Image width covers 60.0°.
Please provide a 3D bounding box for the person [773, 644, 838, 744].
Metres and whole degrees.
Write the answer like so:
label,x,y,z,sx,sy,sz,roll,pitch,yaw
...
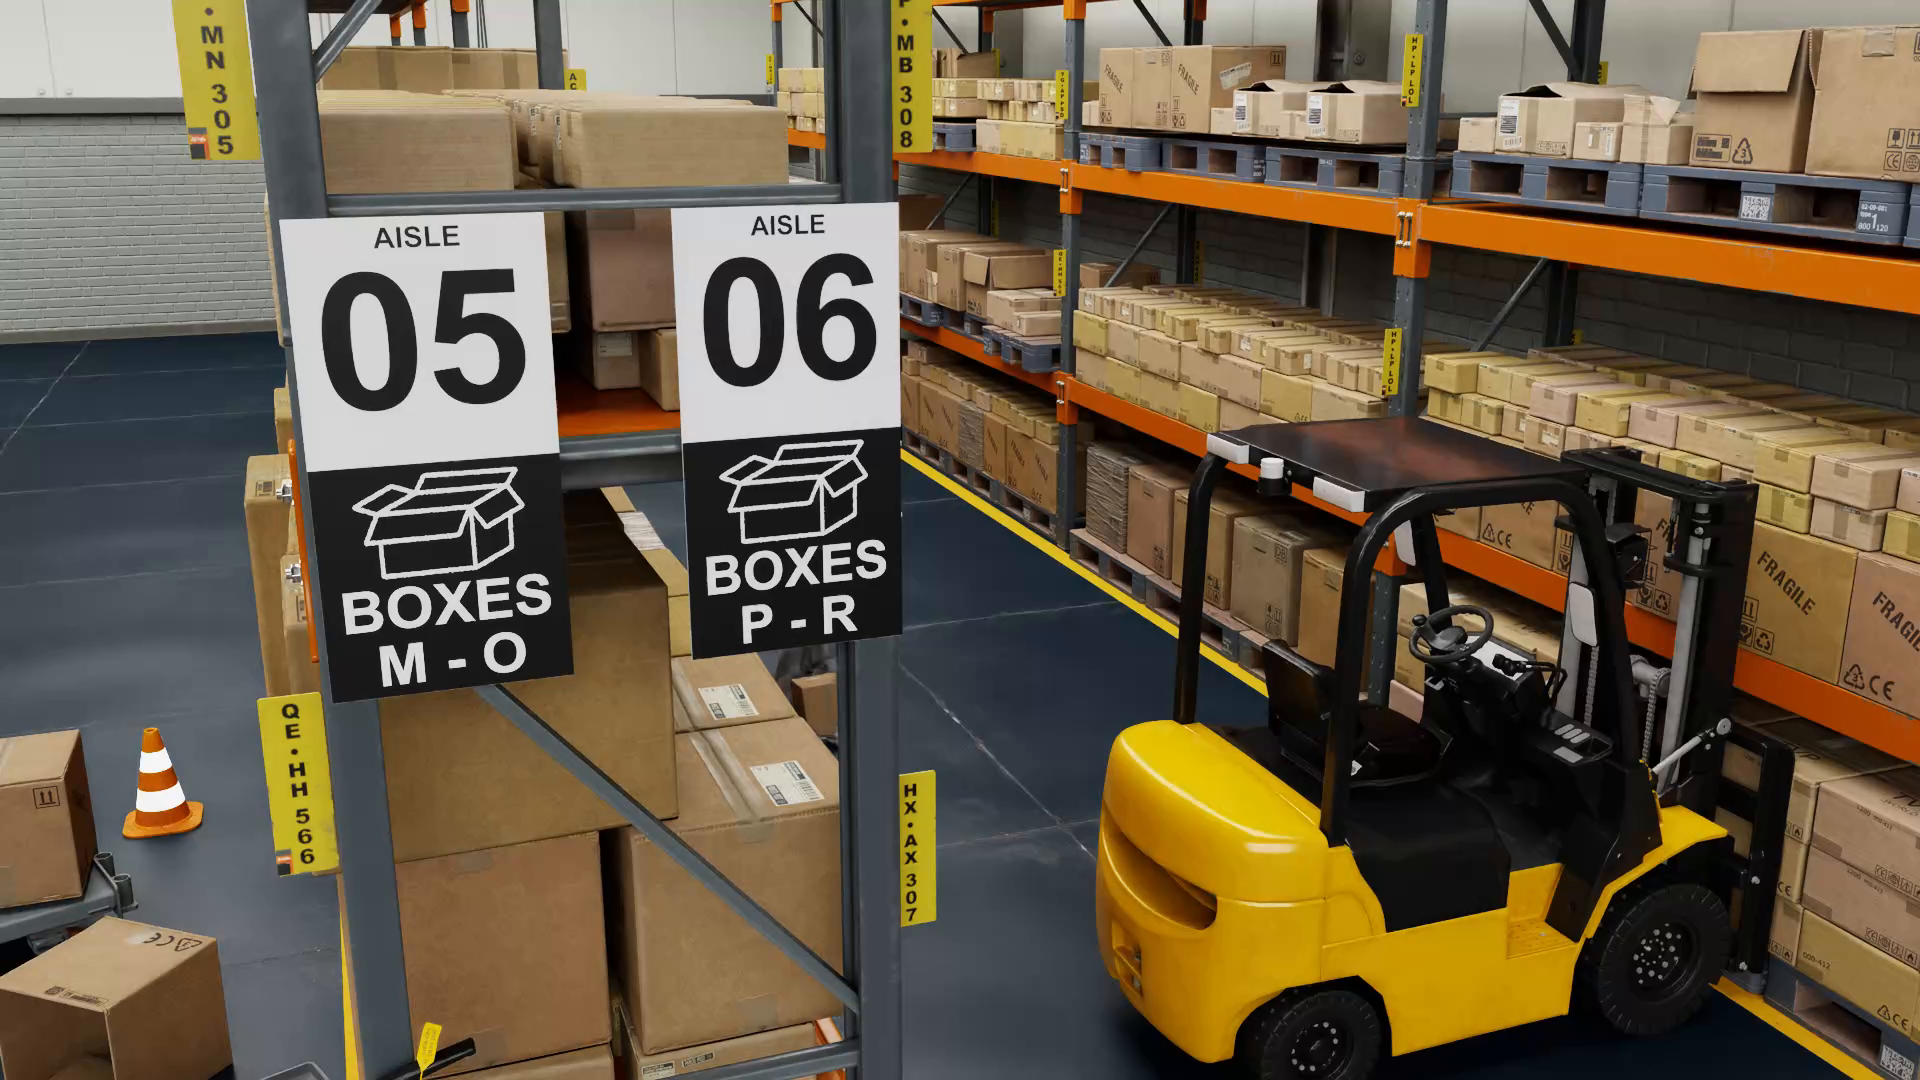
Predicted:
label,x,y,z,sx,sy,sz,roll,pitch,yaw
person,-0.785,0.283,8.402,0.375,1.693,0.571,7,17,23
